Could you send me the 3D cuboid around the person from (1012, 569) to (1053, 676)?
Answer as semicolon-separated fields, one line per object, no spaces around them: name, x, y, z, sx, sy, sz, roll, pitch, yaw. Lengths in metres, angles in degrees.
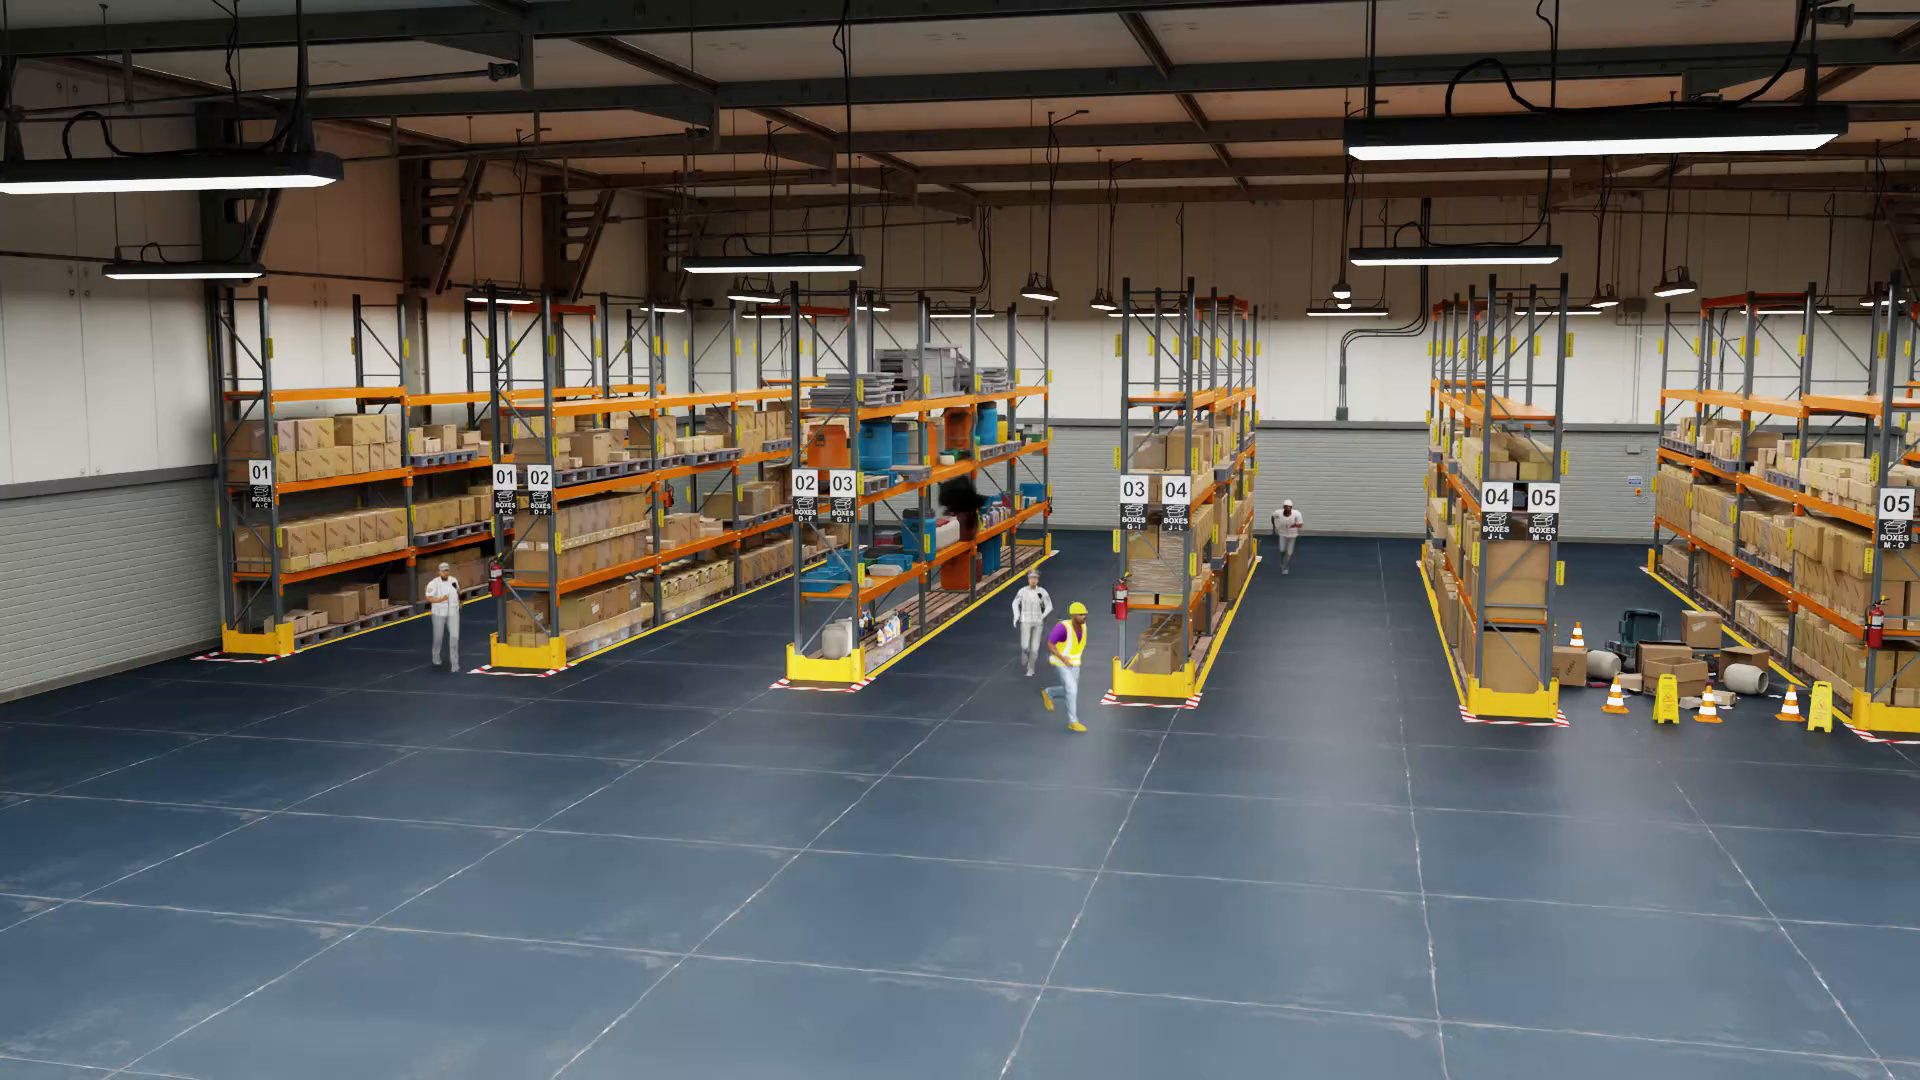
person;1.111;1.262;25.562;0.629;1.652;0.555;1;7;5

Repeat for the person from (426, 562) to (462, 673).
person;-8.056;1.180;25.975;0.590;1.687;0.909;-4;8;-30

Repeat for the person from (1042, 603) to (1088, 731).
person;1.363;1.645;22.027;0.672;1.707;0.872;-5;8;-37

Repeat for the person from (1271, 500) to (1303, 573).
person;7.232;-0.070;36.843;0.684;1.679;0.800;1;7;10
